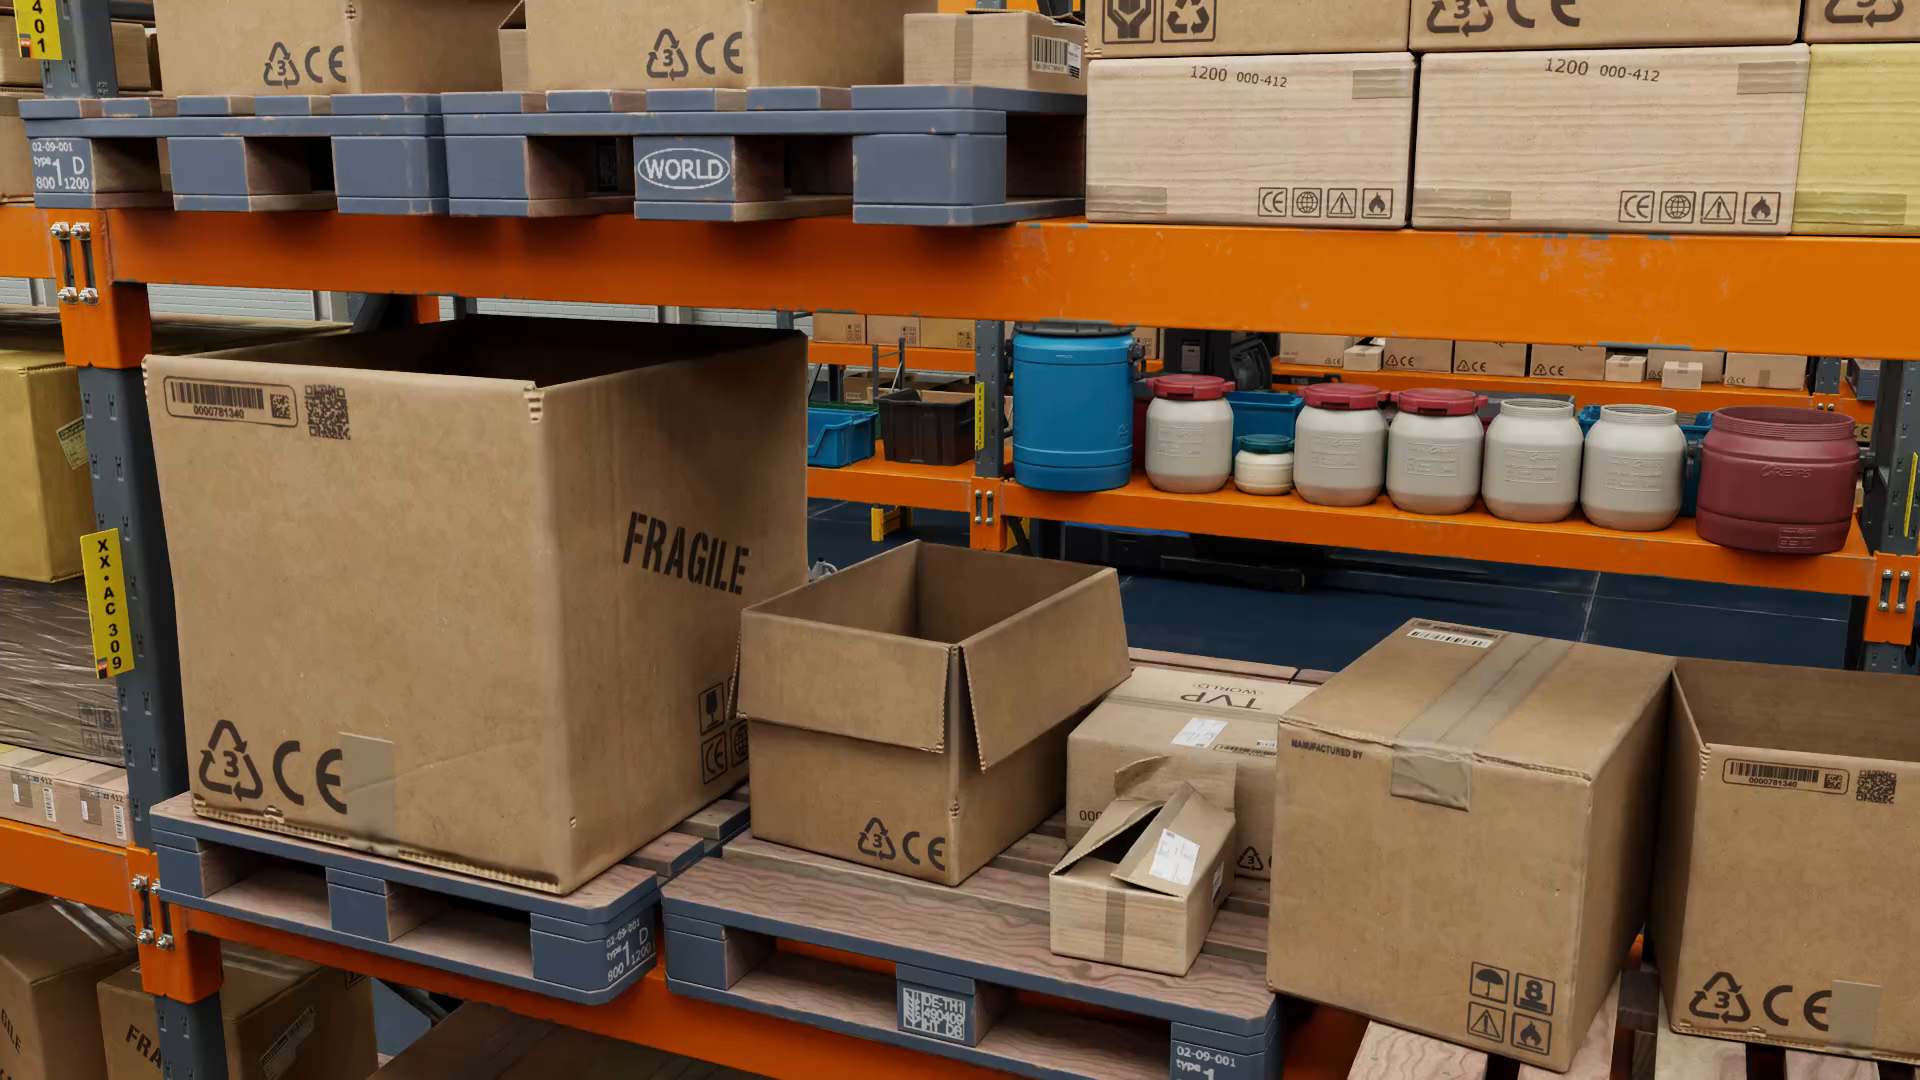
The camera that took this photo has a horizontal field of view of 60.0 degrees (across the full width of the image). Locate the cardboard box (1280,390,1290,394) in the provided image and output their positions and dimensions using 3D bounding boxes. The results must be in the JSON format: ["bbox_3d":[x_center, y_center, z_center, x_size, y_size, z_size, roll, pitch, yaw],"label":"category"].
[{"bbox_3d":[3.377,-1.740,18.113,0.500,0.500,0.500,5,14,19],"label":"cardboard box"}]

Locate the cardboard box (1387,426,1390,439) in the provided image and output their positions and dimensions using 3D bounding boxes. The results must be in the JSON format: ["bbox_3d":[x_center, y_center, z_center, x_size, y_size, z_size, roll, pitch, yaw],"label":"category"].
[{"bbox_3d":[3.304,-0.735,13.191,0.500,0.311,0.500,6,15,25],"label":"cardboard box"}]

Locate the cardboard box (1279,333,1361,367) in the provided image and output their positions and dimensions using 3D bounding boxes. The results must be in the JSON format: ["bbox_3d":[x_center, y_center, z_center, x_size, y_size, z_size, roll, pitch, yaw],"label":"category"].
[{"bbox_3d":[2.807,-1.511,12.955,0.500,0.250,0.500,7,15,27],"label":"cardboard box"}]

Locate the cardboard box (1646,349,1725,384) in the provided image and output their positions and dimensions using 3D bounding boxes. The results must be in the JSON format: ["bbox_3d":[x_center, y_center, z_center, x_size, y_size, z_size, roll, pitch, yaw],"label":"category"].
[{"bbox_3d":[5.257,-1.330,12.051,0.500,0.311,0.500,6,14,23],"label":"cardboard box"}]

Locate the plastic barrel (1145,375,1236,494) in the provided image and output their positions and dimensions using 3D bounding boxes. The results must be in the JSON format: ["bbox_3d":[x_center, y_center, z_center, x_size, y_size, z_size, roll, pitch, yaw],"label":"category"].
[{"bbox_3d":[1.116,-0.518,8.098,0.433,0.535,0.433,0,13,0],"label":"plastic barrel"}]

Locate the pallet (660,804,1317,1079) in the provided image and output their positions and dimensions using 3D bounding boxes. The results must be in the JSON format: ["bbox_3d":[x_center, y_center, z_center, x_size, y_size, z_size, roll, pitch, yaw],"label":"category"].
[{"bbox_3d":[0.154,0.737,3.466,1.213,0.211,1.003,6,14,23],"label":"pallet"}]

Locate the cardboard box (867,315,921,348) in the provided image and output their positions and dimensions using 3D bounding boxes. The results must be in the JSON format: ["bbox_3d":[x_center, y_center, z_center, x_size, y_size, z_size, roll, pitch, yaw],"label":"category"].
[{"bbox_3d":[-0.414,-1.945,14.261,0.500,0.500,0.700,6,15,25],"label":"cardboard box"}]

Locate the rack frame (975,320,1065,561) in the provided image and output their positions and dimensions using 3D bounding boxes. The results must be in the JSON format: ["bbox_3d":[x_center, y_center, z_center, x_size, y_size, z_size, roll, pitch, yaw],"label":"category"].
[{"bbox_3d":[0.330,-0.586,8.686,0.127,3.000,1.000,6,14,23],"label":"rack frame"}]

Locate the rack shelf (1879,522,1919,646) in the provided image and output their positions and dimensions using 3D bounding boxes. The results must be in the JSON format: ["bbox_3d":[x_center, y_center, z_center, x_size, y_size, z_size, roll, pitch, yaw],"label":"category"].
[{"bbox_3d":[5.815,0.319,6.402,4.000,0.370,1.077,6,14,23],"label":"rack shelf"}]

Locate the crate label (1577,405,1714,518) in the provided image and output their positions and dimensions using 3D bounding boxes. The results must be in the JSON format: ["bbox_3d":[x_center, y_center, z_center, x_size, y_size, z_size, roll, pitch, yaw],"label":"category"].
[{"bbox_3d":[3.188,-0.381,7.737,0.616,0.435,0.502,6,14,23],"label":"crate label"}]

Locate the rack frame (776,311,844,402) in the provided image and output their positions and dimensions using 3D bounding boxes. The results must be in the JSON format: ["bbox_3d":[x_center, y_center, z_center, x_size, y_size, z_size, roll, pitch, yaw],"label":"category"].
[{"bbox_3d":[-1.318,-1.990,14.671,0.127,3.000,1.000,6,14,23],"label":"rack frame"}]

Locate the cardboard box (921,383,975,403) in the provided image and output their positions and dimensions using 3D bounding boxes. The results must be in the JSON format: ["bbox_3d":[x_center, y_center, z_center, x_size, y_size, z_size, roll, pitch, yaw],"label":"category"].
[{"bbox_3d":[0.003,-1.036,14.060,0.500,0.500,0.500,6,14,23],"label":"cardboard box"}]

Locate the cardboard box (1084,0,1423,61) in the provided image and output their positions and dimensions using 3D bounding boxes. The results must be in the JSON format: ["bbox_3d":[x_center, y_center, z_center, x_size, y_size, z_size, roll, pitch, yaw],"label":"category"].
[{"bbox_3d":[0.523,-1.020,2.655,0.500,0.500,0.500,6,15,24],"label":"cardboard box"}]

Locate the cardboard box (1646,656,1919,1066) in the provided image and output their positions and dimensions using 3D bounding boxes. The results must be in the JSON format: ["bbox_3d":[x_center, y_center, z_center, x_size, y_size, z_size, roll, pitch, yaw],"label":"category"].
[{"bbox_3d":[1.471,0.524,2.818,0.500,0.500,0.500,4,14,16],"label":"cardboard box"}]

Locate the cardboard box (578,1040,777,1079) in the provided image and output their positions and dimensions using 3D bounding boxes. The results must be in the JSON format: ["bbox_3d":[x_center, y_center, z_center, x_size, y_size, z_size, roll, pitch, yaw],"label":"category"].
[{"bbox_3d":[-0.695,1.561,4.046,0.500,0.500,0.700,6,14,23],"label":"cardboard box"}]

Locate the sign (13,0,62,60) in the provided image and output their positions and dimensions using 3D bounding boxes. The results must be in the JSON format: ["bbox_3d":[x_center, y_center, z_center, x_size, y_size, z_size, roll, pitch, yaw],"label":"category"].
[{"bbox_3d":[-1.889,-1.149,3.389,0.005,0.325,0.100,6,14,23],"label":"sign"}]

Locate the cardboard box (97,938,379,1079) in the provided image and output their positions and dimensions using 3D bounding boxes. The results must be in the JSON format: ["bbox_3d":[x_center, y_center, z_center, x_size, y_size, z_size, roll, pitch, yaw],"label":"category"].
[{"bbox_3d":[-2.026,1.416,4.708,0.500,0.500,0.500,5,14,22],"label":"cardboard box"}]

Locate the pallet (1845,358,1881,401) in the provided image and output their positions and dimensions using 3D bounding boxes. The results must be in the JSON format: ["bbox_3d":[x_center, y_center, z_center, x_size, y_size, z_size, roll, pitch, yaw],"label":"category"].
[{"bbox_3d":[6.645,-1.109,11.333,1.003,0.211,1.213,6,14,23],"label":"pallet"}]

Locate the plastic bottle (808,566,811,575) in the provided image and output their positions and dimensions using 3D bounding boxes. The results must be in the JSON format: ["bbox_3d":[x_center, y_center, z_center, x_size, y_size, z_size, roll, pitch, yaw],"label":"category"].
[{"bbox_3d":[-0.972,0.254,9.941,0.185,0.351,0.144,6,15,26],"label":"plastic bottle"}]

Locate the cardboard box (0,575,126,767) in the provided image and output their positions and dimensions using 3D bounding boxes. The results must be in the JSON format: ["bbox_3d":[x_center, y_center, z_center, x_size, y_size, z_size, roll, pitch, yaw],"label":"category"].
[{"bbox_3d":[-2.063,0.201,4.464,0.500,0.500,0.875,6,14,23],"label":"cardboard box"}]

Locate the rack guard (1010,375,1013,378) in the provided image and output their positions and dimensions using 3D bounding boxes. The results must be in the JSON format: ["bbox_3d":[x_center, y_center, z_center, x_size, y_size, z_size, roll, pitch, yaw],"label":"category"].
[{"bbox_3d":[0.755,-1.801,19.337,0.348,0.500,1.175,6,14,23],"label":"rack guard"}]

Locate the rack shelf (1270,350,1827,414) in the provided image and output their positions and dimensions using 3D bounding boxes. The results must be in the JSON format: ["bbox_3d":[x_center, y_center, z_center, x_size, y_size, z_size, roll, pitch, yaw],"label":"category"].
[{"bbox_3d":[4.168,-1.085,12.387,4.000,0.370,1.077,6,14,23],"label":"rack shelf"}]

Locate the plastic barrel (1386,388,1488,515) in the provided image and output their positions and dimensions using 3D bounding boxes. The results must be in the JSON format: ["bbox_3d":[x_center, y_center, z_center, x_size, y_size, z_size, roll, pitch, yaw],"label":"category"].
[{"bbox_3d":[2.182,-0.410,7.638,0.433,0.535,0.433,0,13,0],"label":"plastic barrel"}]

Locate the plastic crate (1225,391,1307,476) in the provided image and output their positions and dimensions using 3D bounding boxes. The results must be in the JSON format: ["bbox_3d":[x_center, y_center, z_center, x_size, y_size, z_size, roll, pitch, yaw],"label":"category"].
[{"bbox_3d":[1.464,-0.541,8.529,0.575,0.384,0.392,6,14,23],"label":"plastic crate"}]

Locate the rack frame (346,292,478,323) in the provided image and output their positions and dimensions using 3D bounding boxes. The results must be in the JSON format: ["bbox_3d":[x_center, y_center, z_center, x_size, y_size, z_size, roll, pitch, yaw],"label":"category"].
[{"bbox_3d":[-3.328,-0.956,10.263,0.127,3.000,1.000,6,14,23],"label":"rack frame"}]

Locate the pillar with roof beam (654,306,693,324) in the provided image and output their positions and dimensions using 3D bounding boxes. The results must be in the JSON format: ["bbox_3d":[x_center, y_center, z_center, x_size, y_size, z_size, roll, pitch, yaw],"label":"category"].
[{"bbox_3d":[-5.554,-5.718,17.424,0.400,9.000,9.100,6,14,23],"label":"pillar with roof beam"}]

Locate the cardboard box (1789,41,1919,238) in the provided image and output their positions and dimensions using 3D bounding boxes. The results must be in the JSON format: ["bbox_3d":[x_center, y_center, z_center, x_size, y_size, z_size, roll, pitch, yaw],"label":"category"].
[{"bbox_3d":[1.447,-0.561,2.343,0.500,0.250,0.500,6,14,23],"label":"cardboard box"}]

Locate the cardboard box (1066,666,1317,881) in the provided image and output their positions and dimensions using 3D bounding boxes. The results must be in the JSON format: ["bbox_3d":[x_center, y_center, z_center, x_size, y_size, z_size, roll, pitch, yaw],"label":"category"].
[{"bbox_3d":[0.542,0.484,3.534,0.500,0.250,0.500,5,14,22],"label":"cardboard box"}]

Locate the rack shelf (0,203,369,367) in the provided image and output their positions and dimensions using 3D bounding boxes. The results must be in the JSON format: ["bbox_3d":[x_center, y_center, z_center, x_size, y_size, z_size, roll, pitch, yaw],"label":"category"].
[{"bbox_3d":[-3.505,-0.847,4.805,4.000,0.370,1.077,6,14,23],"label":"rack shelf"}]

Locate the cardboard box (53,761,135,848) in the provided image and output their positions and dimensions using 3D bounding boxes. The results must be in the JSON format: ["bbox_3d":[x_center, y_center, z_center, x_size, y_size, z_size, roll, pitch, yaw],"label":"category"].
[{"bbox_3d":[-1.992,0.612,4.129,0.250,0.149,0.380,6,14,23],"label":"cardboard box"}]

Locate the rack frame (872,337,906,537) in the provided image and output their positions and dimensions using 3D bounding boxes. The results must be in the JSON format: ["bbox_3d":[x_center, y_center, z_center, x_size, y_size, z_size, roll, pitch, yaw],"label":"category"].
[{"bbox_3d":[-0.543,-0.785,12.818,0.032,1.500,0.500,6,14,23],"label":"rack frame"}]

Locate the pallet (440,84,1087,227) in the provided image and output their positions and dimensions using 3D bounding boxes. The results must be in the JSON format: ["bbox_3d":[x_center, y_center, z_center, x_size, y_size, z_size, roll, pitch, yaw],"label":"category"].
[{"bbox_3d":[-0.206,-0.746,3.211,1.003,0.211,1.213,6,14,23],"label":"pallet"}]

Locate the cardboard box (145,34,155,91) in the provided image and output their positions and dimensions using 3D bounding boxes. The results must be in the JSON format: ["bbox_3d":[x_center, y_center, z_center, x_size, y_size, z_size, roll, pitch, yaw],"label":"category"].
[{"bbox_3d":[-2.120,-1.238,4.353,0.250,0.149,0.380,5,14,20],"label":"cardboard box"}]

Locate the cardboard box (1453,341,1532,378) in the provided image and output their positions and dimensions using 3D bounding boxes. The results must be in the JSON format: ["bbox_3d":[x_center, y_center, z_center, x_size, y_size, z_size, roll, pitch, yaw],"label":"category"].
[{"bbox_3d":[3.975,-1.499,12.359,0.500,0.500,0.500,6,14,23],"label":"cardboard box"}]

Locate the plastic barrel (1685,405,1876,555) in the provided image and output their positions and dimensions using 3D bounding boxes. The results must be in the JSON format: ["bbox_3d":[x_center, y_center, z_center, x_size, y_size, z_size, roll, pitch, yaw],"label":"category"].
[{"bbox_3d":[3.440,-0.262,7.006,0.708,0.536,0.600,6,14,23],"label":"plastic barrel"}]

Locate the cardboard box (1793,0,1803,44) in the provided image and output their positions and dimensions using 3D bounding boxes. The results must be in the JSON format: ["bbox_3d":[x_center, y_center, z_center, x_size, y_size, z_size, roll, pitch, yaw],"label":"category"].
[{"bbox_3d":[1.655,-1.031,2.703,0.500,0.500,0.500,6,14,24],"label":"cardboard box"}]

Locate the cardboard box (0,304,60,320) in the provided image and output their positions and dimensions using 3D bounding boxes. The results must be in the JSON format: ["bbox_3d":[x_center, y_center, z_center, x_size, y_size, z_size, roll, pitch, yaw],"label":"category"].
[{"bbox_3d":[-2.900,-0.419,4.915,0.500,0.500,0.500,6,14,23],"label":"cardboard box"}]

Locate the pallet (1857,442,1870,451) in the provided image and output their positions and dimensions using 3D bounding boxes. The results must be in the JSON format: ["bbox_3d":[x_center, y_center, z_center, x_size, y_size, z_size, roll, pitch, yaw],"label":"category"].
[{"bbox_3d":[8.690,-0.839,15.867,1.213,0.211,1.003,6,14,23],"label":"pallet"}]

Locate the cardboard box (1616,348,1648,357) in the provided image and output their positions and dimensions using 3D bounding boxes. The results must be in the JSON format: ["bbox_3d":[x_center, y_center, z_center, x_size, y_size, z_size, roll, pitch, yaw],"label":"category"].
[{"bbox_3d":[6.824,-1.769,16.595,0.500,0.250,0.500,6,15,24],"label":"cardboard box"}]

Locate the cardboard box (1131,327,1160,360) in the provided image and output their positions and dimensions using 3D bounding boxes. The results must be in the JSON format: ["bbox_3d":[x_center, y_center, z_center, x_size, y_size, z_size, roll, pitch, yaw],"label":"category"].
[{"bbox_3d":[1.446,-1.756,13.453,0.500,0.500,0.700,6,14,23],"label":"cardboard box"}]

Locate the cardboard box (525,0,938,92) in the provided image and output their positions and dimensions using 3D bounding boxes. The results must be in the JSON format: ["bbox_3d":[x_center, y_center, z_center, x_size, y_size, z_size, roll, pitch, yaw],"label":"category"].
[{"bbox_3d":[-0.425,-1.115,3.230,0.637,0.503,0.797,6,15,26],"label":"cardboard box"}]

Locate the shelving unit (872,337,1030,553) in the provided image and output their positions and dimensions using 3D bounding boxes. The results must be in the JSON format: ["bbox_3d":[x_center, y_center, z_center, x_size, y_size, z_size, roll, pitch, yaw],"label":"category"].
[{"bbox_3d":[-0.070,-0.737,12.614,1.083,1.500,0.587,6,14,23],"label":"shelving unit"}]

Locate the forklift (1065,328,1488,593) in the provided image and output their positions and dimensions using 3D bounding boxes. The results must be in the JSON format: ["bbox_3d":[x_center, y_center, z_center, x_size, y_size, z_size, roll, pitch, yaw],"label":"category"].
[{"bbox_3d":[2.202,-1.206,11.477,3.031,2.935,1.130,6,14,24],"label":"forklift"}]

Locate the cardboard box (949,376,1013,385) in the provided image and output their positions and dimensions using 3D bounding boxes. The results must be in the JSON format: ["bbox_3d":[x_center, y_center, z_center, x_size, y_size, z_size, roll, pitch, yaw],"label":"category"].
[{"bbox_3d":[0.213,-1.144,14.523,0.500,0.500,0.500,6,14,23],"label":"cardboard box"}]

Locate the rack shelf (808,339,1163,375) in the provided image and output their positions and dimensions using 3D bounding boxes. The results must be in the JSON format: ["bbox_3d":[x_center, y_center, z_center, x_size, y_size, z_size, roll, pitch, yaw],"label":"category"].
[{"bbox_3d":[0.511,-1.455,13.964,4.000,0.370,1.077,6,14,23],"label":"rack shelf"}]

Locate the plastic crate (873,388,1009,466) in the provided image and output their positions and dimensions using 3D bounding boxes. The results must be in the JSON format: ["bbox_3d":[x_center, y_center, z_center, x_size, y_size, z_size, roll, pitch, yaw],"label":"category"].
[{"bbox_3d":[-0.097,-0.631,9.012,0.504,0.338,0.767,6,14,23],"label":"plastic crate"}]
